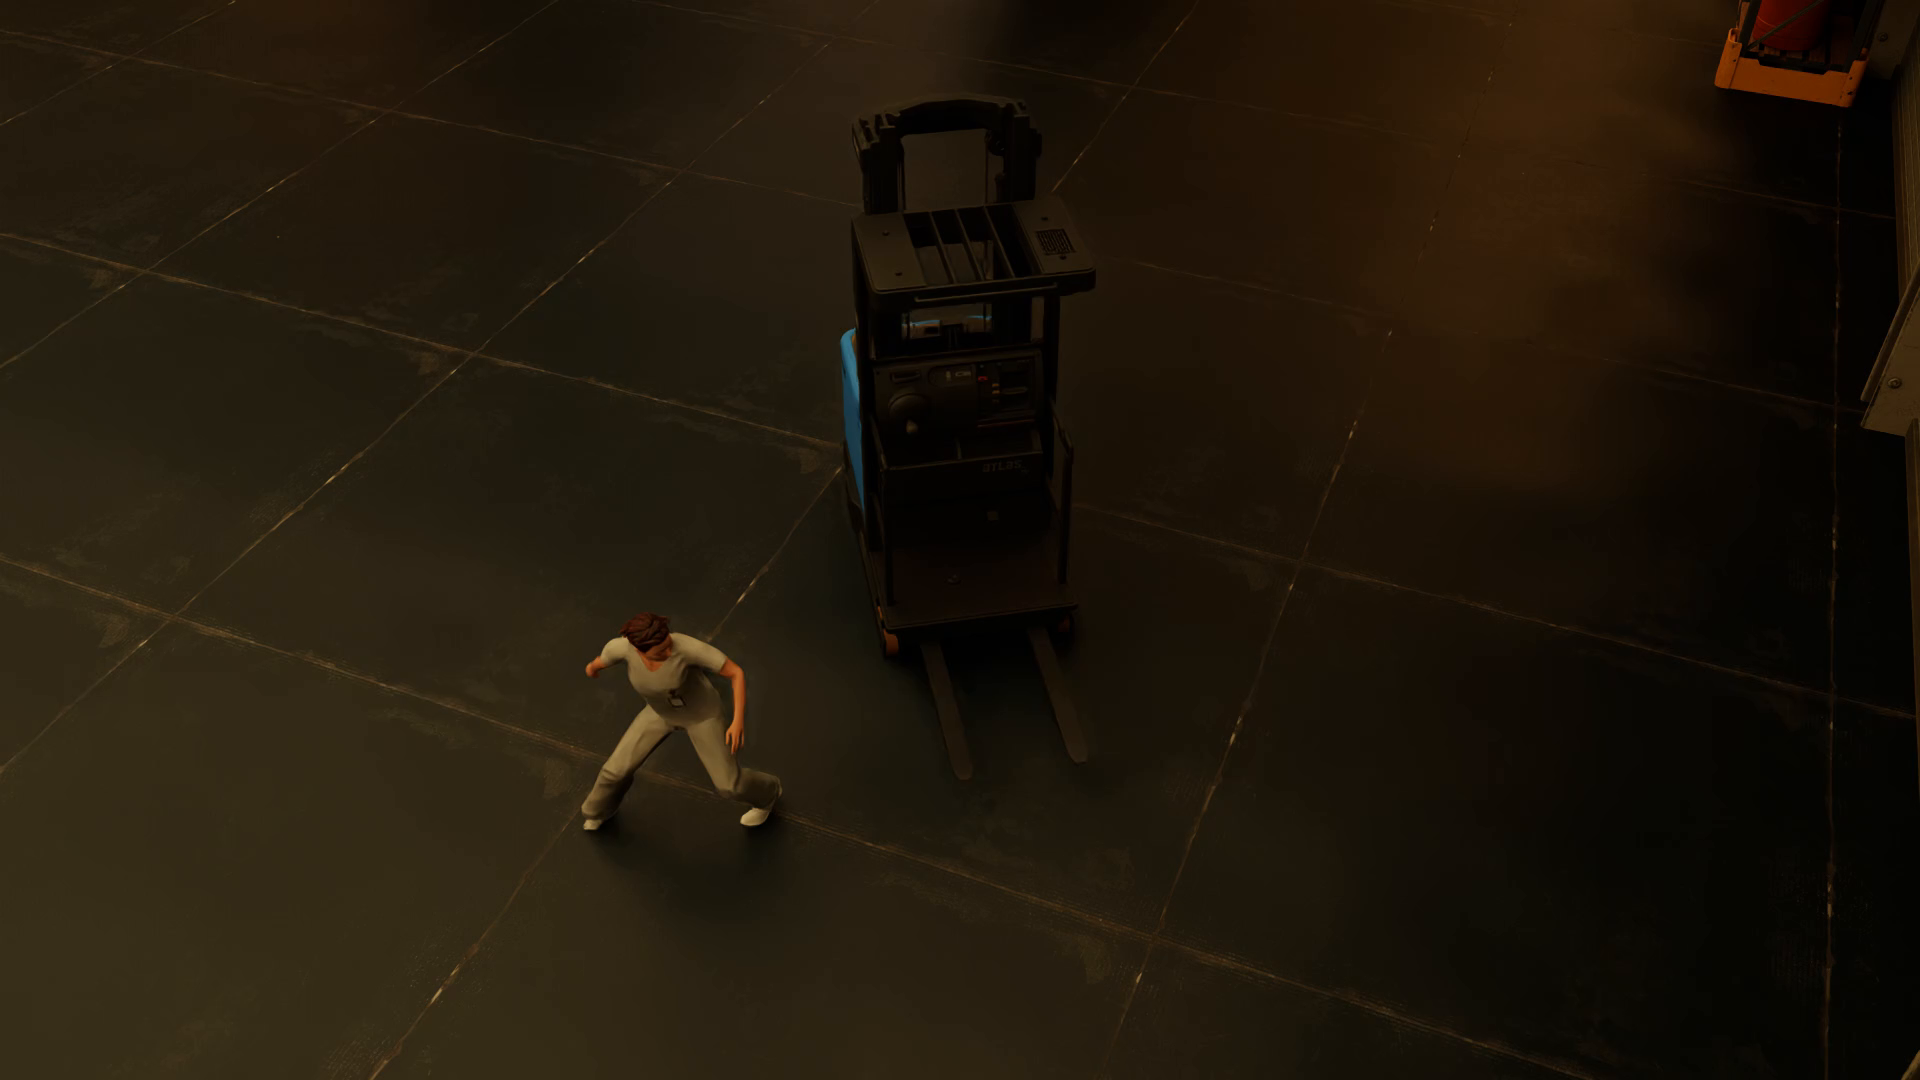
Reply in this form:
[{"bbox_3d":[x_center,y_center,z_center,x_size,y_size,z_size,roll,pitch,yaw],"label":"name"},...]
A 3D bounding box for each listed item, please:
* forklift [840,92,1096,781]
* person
[{"bbox_3d":[0.041,-0.722,8.868,1.130,2.935,3.031,-7,40,-8],"label":"forklift"},{"bbox_3d":[-1.438,0.897,8.123,0.989,1.624,0.525,9,41,11],"label":"person"}]
